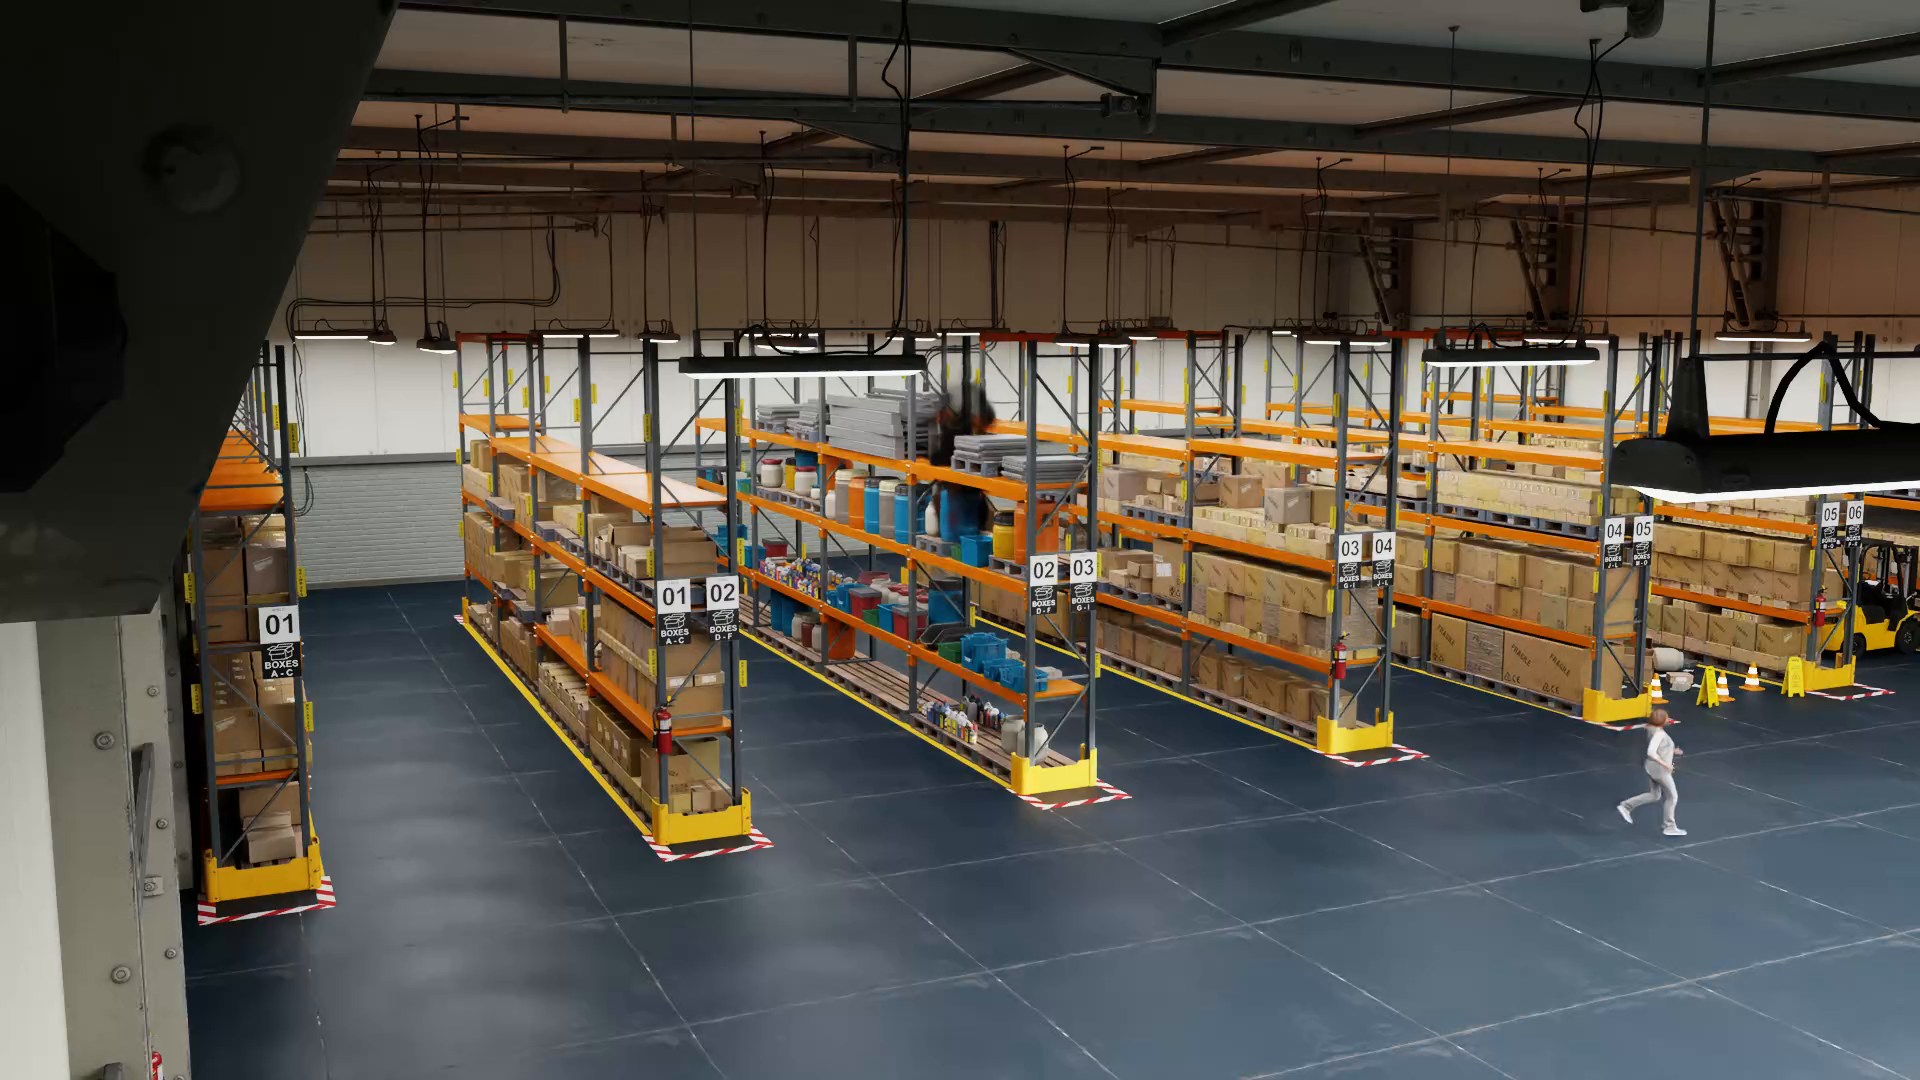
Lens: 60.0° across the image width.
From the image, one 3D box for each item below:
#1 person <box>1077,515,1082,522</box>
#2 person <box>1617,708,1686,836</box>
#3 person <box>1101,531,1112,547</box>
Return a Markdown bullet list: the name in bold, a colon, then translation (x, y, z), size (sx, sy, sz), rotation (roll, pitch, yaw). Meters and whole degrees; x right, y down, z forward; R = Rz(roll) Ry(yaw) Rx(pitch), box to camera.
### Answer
- **person**: translation (2.725, 0.258, 38.597), size (0.646, 1.737, 0.629), rotation (-2, 8, -16)
- **person**: translation (8.484, 2.826, 20.290), size (0.805, 1.568, 0.548), rotation (1, 8, 8)
- **person**: translation (3.648, -0.212, 41.963), size (0.858, 1.817, 0.656), rotation (-4, 9, -25)
